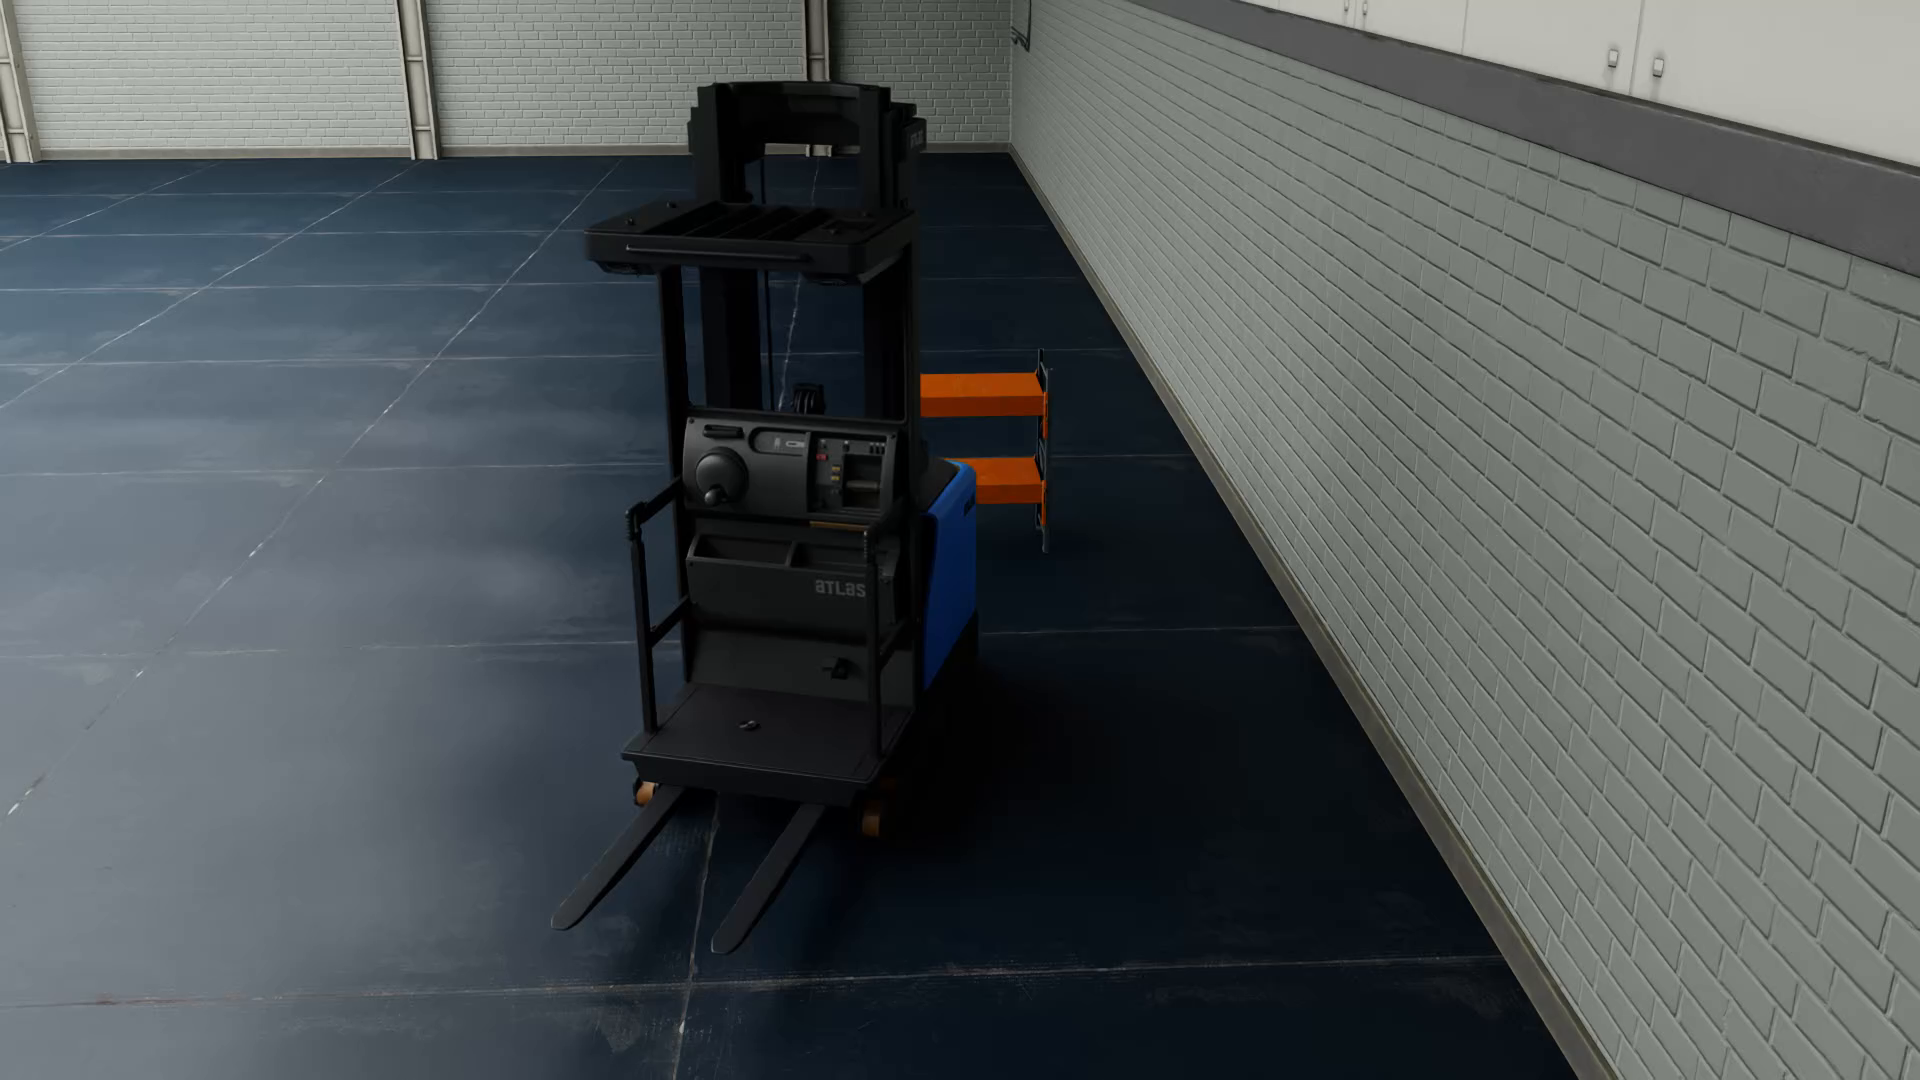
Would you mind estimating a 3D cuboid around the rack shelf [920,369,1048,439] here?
[{"bbox_3d":[-0.007,-0.799,9.816,1.000,0.278,0.538,-1,21,-3],"label":"rack shelf"}]

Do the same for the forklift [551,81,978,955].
[{"bbox_3d":[-0.761,-0.283,6.746,1.130,2.935,3.031,5,21,13],"label":"forklift"}]

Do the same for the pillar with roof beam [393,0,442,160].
[{"bbox_3d":[-7.933,-8.538,19.900,0.400,9.000,9.100,-1,21,-3],"label":"pillar with roof beam"}]

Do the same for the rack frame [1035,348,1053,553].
[{"bbox_3d":[0.501,-0.536,9.948,0.032,1.125,0.500,-1,21,-3],"label":"rack frame"}]

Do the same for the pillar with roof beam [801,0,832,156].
[{"bbox_3d":[-1.943,-8.660,20.220,0.400,9.000,9.100,-1,21,-3],"label":"pillar with roof beam"}]

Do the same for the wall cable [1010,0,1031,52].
[{"bbox_3d":[0.828,-8.328,23.712,0.112,2.526,3.097,-1,21,-3],"label":"wall cable"}]

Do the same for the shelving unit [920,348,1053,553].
[{"bbox_3d":[-0.007,-0.526,9.920,1.048,1.125,0.538,-1,21,-3],"label":"shelving unit"}]

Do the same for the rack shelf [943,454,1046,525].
[{"bbox_3d":[-0.007,-0.297,10.007,1.000,0.278,0.538,-1,21,-3],"label":"rack shelf"}]

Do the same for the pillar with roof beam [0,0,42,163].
[{"bbox_3d":[-13.923,-8.416,19.580,0.400,9.000,9.100,-1,21,-3],"label":"pillar with roof beam"}]
